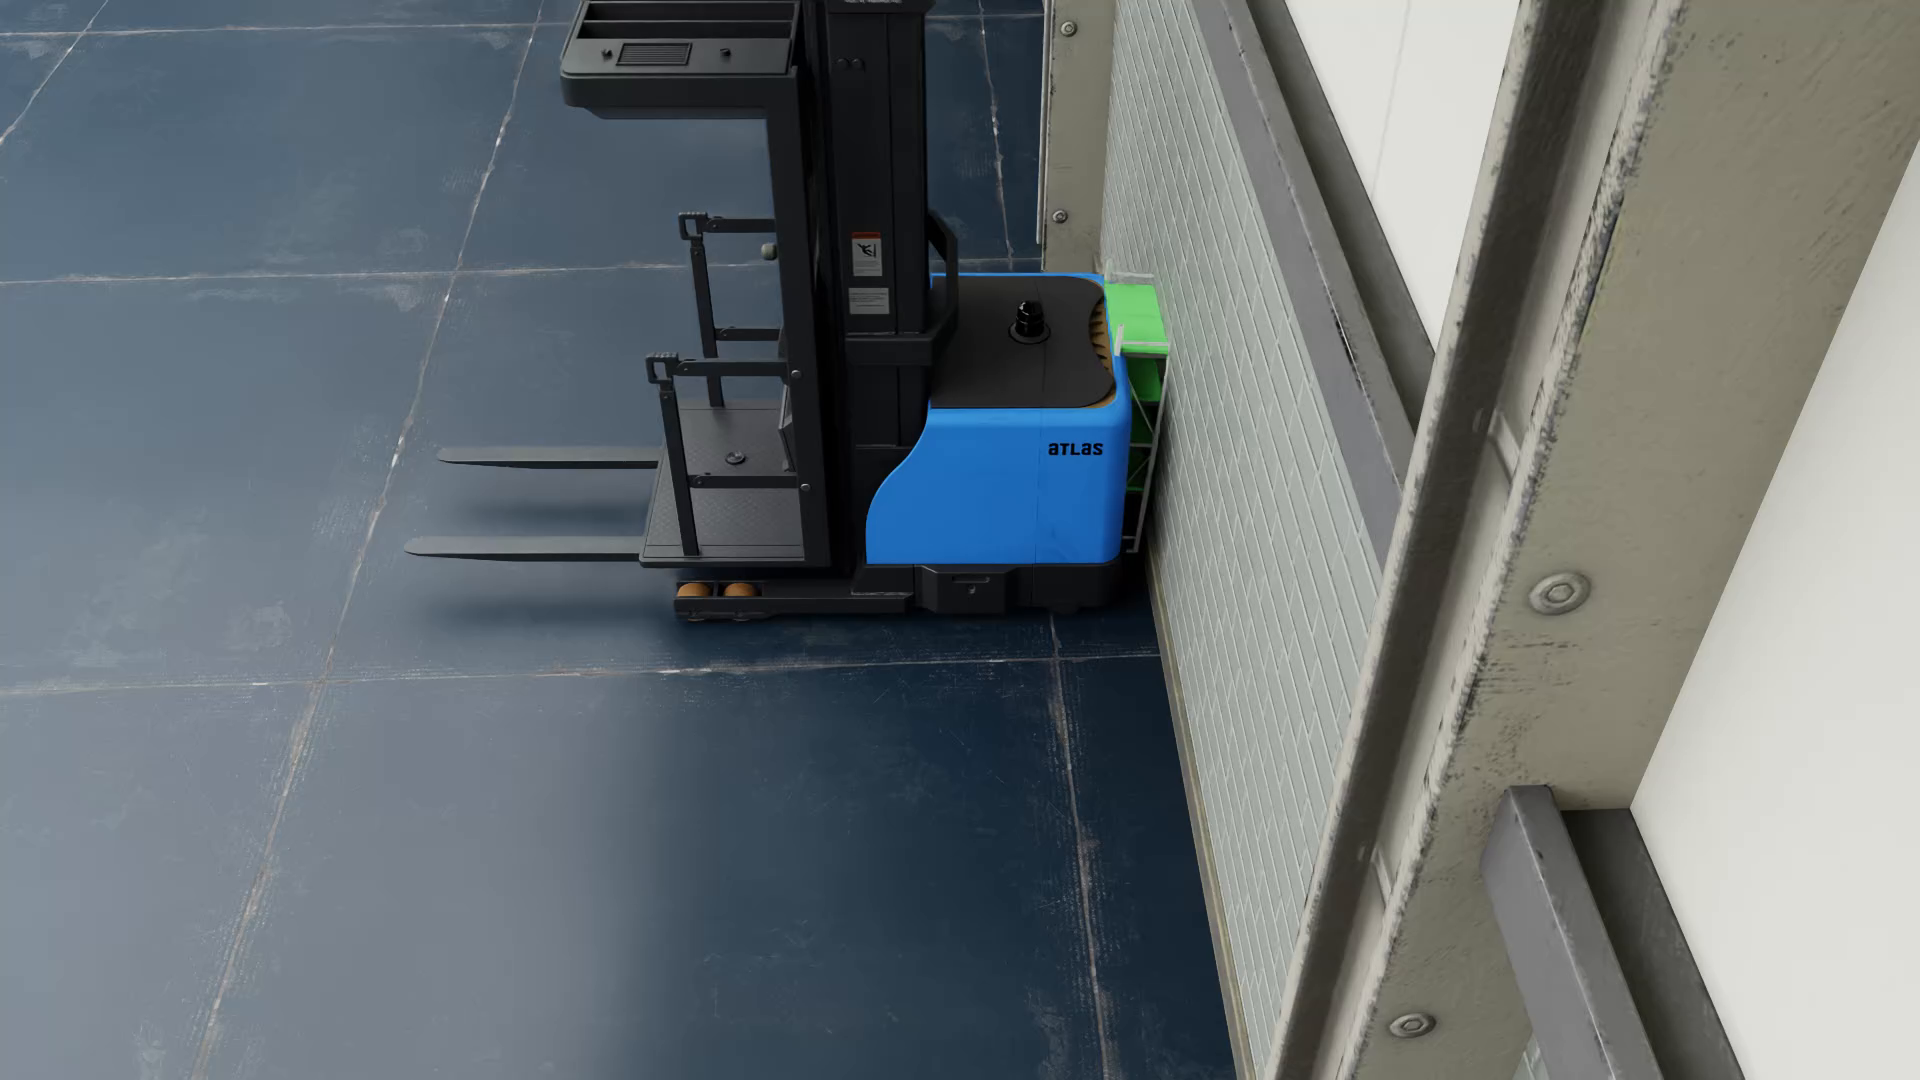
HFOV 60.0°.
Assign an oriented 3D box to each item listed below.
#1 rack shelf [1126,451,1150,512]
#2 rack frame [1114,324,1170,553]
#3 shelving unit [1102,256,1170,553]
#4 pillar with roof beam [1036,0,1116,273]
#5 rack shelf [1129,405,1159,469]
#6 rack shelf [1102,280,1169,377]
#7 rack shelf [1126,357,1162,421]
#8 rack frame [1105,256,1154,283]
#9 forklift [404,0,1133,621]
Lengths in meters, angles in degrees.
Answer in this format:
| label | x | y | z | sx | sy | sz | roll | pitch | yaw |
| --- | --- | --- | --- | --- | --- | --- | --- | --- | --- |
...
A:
| label | x | y | z | sx | sy | sz | roll | pitch | yaw |
| --- | --- | --- | --- | --- | --- | --- | --- | --- | --- |
| rack shelf | 0.678 | -0.335 | 7.312 | 0.258 | 0.148 | 0.480 | 2 | 42 | -3 |
| rack frame | 0.703 | -0.396 | 6.927 | 0.240 | 1.200 | 0.015 | 2 | 42 | -3 |
| shelving unit | 0.698 | -0.560 | 7.108 | 0.258 | 1.200 | 0.503 | 2 | 42 | -3 |
| pillar with roof beam | -3.715 | -4.738 | 5.909 | 9.100 | 9.000 | 0.400 | -2 | 43 | -2 |
| rack shelf | 0.694 | -0.513 | 7.151 | 0.258 | 0.148 | 0.480 | 2 | 42 | -3 |
| rack shelf | 0.725 | -0.867 | 6.829 | 0.258 | 0.148 | 0.480 | 2 | 42 | -3 |
| rack shelf | 0.710 | -0.690 | 6.990 | 0.258 | 0.148 | 0.480 | 2 | 42 | -3 |
| rack frame | 0.694 | -0.724 | 7.288 | 0.240 | 1.200 | 0.015 | 2 | 42 | -3 |
| forklift | -0.837 | -1.097 | 6.428 | 3.031 | 2.935 | 1.130 | 0 | 43 | 0 |
